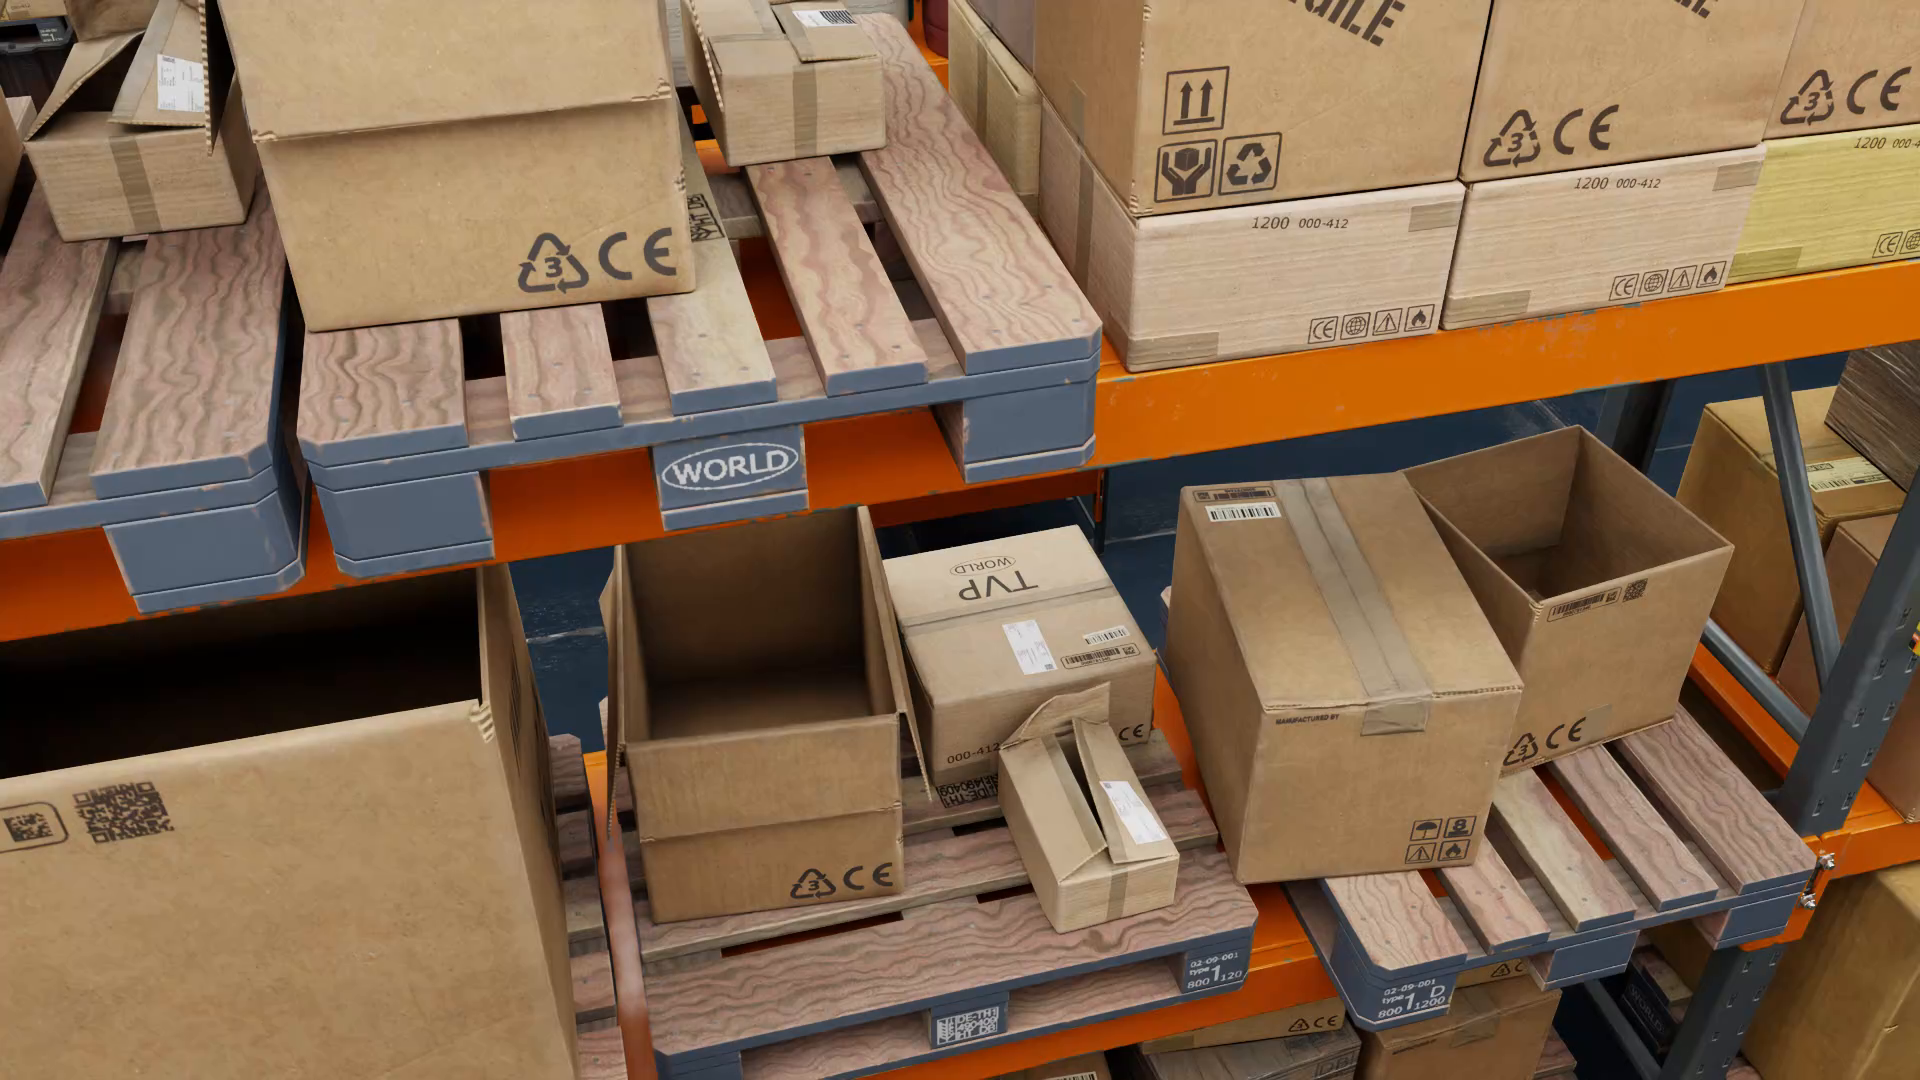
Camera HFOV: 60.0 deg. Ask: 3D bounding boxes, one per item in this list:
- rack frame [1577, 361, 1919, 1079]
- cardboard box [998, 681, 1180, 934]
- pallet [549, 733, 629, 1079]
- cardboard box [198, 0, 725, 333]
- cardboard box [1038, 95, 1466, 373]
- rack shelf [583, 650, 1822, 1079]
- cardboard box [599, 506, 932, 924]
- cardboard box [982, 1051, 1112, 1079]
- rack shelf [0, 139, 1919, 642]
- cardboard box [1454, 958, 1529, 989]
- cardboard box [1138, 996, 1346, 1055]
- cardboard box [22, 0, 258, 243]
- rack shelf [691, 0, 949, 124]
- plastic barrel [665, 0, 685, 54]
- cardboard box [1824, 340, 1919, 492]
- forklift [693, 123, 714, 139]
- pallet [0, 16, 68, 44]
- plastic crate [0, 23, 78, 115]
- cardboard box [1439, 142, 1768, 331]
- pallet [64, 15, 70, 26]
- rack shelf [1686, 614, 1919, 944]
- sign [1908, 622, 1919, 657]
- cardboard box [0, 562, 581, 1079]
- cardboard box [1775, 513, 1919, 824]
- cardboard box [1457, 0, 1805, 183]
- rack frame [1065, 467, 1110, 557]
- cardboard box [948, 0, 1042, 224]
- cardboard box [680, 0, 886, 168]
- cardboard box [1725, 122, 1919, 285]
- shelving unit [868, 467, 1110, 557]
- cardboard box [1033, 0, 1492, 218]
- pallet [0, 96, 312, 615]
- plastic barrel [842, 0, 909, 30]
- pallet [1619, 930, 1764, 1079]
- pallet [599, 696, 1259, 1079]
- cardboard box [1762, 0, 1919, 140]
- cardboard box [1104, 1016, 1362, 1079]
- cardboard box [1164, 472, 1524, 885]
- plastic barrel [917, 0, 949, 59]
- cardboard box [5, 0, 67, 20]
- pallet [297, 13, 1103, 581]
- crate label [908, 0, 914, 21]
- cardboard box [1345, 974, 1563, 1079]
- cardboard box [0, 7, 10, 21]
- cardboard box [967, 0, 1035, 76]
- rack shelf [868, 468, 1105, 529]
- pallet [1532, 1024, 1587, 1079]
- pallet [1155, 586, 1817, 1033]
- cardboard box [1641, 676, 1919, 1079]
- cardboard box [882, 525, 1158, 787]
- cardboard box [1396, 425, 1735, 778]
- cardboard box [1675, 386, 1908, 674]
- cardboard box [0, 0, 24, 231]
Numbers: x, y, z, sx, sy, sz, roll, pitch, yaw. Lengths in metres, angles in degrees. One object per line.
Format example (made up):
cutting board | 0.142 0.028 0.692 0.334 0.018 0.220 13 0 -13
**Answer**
rack frame | 1.789 0.224 3.989 0.127 3.000 1.000 -9 38 -12
cardboard box | 0.249 0.533 3.349 0.258 0.266 0.396 -10 39 -13
pallet | -1.297 0.898 3.265 1.213 0.211 1.003 -9 38 -12
cardboard box | -0.684 -0.708 2.307 0.637 0.503 0.797 -8 38 -10
cardboard box | 0.433 -0.524 2.621 0.500 0.250 0.500 -8 38 -11
rack shelf | -0.142 0.826 3.793 4.000 0.370 1.077 -9 38 -12
cardboard box | -0.423 0.321 3.431 0.637 0.503 0.797 -6 38 -7
cardboard box | 0.070 1.349 4.213 0.500 0.500 0.700 -6 38 -8
rack shelf | -0.142 -0.365 2.882 4.000 0.370 1.077 -9 38 -12
cardboard box | 1.150 0.868 4.225 0.500 0.250 0.500 -8 38 -10
cardboard box | 0.640 0.958 4.107 0.500 0.250 0.500 -5 38 -7
cardboard box | -1.191 -0.655 2.434 0.258 0.266 0.396 -8 38 -10
rack shelf | -1.433 -2.079 7.591 4.000 0.370 1.077 -9 38 -12
plastic barrel | -1.257 -2.309 7.188 0.433 0.535 0.433 0 37 0
cardboard box | 2.499 -0.321 3.792 0.637 0.503 0.797 -8 38 -10
forklift | -0.939 -3.934 9.481 3.031 2.935 1.130 -12 39 -16
pallet | -6.611 -3.549 11.216 1.213 0.211 1.003 -9 38 -12
plastic crate | -3.903 -2.015 6.966 0.504 0.338 0.767 -9 38 -12
cardboard box | 0.918 -0.602 2.723 0.500 0.250 0.500 -9 38 -12
pallet | -5.431 -3.745 11.472 1.213 0.211 1.003 -9 38 -12
rack shelf | 3.720 0.193 4.621 4.000 0.370 1.077 -9 38 -12
sign | 1.939 0.112 3.247 0.005 0.325 0.100 -9 38 -12
cardboard box | -1.269 0.409 2.908 1.000 1.000 1.000 -9 38 -12
cardboard box | 2.329 0.267 3.850 0.500 0.500 0.500 -8 38 -11
cardboard box | 0.901 -0.896 2.490 0.500 0.500 0.500 -9 38 -12
rack frame | 0.497 -0.528 6.515 0.032 1.125 0.500 -9 38 -12
cardboard box | 0.279 -0.815 3.001 0.500 0.250 0.500 -9 38 -11
cardboard box | -0.289 -0.764 2.657 0.250 0.166 0.380 -10 39 -13
cardboard box | 1.394 -0.689 2.836 0.500 0.250 0.500 -9 38 -12
shelving unit | 0.007 -0.448 6.410 1.048 1.125 0.538 -9 38 -12
cardboard box | 0.419 -0.826 2.399 0.500 0.500 0.500 -9 38 -11
pallet | -1.449 -0.295 2.352 1.003 0.211 1.213 -9 38 -12
plastic barrel | -0.440 -2.438 7.376 0.421 0.512 0.421 0 37 0
pallet | 2.570 1.251 4.941 1.213 0.211 1.003 -9 38 -12
pallet | -0.112 0.638 3.606 1.213 0.211 1.003 -9 38 -12
cardboard box | 1.393 -0.984 2.604 0.500 0.500 0.500 -8 38 -11
cardboard box | 0.615 1.255 4.336 0.500 0.500 0.700 -12 39 -16
cardboard box | 0.765 0.273 3.496 0.500 0.500 0.700 -4 38 -5
plastic barrel | 0.129 -2.484 7.417 0.708 0.536 0.600 -9 38 -12
cardboard box | -6.007 -3.666 10.991 0.500 0.250 0.500 -9 38 -12
pallet | -0.449 -0.461 2.569 1.003 0.211 1.213 -9 38 -12
crate label | -0.532 -2.697 7.777 0.616 0.435 0.502 -9 38 -12
cardboard box | 1.147 1.160 4.460 0.500 0.500 0.700 -11 39 -14
cardboard box | -6.489 -3.586 10.886 0.500 0.250 0.500 -9 38 -12
cardboard box | 0.294 -1.120 2.783 0.500 0.500 0.500 -10 39 -13
rack shelf | 0.007 -0.254 6.558 1.000 0.278 0.538 -9 38 -12
pallet | 1.034 1.454 4.675 1.213 0.211 1.003 -9 38 -12
pallet | 1.129 0.475 3.818 1.003 0.211 1.213 -9 38 -12
cardboard box | 2.460 0.804 4.633 0.875 0.875 1.225 -11 39 -14
cardboard box | 0.111 0.247 3.736 0.500 0.250 0.500 -10 39 -13
cardboard box | 1.278 0.126 3.688 0.500 0.500 0.500 -14 40 -18
cardboard box | 2.201 -0.039 4.250 0.500 0.500 0.500 -8 38 -11
cardboard box | -1.593 -0.558 2.111 0.637 0.503 0.797 -11 39 -14
